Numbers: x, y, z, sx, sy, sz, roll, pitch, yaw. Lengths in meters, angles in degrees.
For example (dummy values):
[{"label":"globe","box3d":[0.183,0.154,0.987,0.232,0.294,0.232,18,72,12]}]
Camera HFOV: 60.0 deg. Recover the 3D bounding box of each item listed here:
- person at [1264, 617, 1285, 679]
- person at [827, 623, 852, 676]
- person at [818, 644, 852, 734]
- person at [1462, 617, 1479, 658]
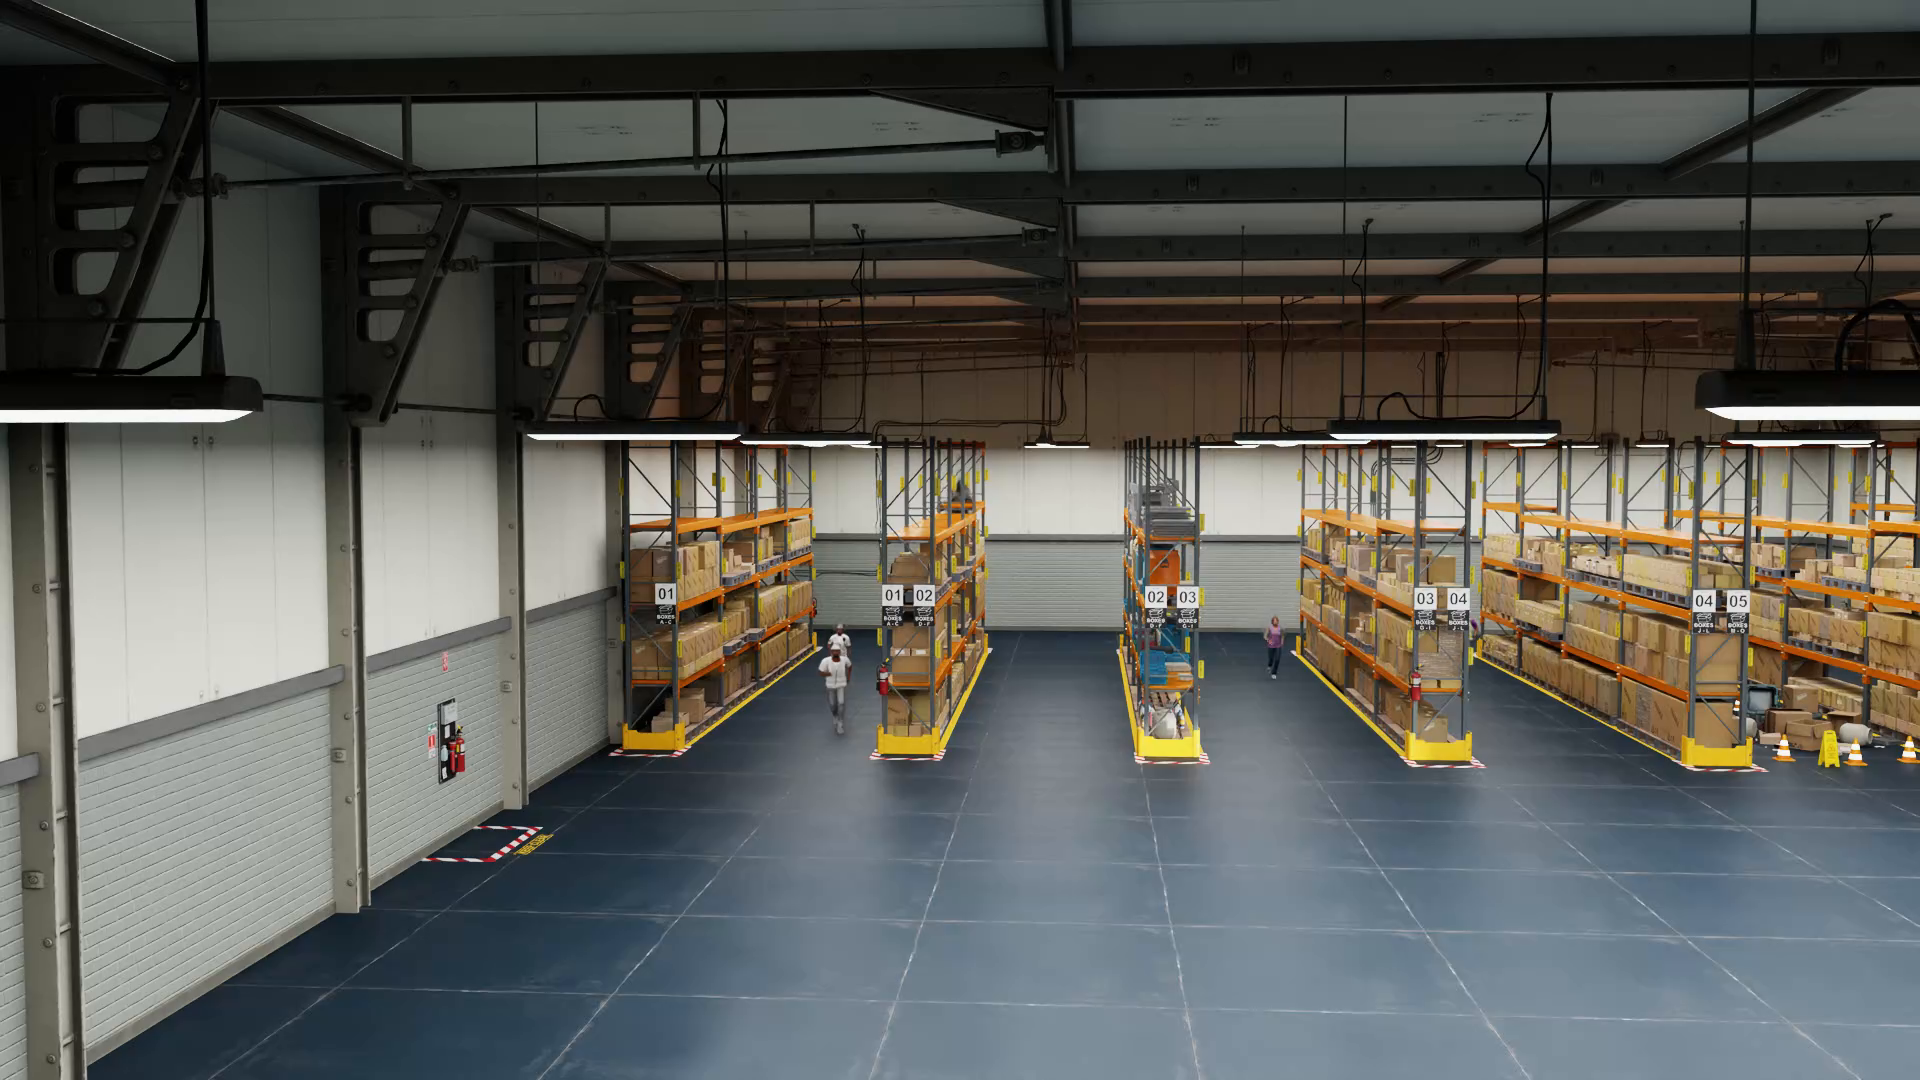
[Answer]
[{"label":"person","box3d":[7.923,2.705,41.912,0.534,1.553,0.557,0,3,-2]},{"label":"person","box3d":[-2.848,2.802,39.331,0.578,1.681,0.792,0,3,-7]},{"label":"person","box3d":[-2.568,3.032,34.095,0.662,1.821,0.962,0,3,1]},{"label":"person","box3d":[12.931,2.586,42.626,0.701,1.744,0.705,1,3,10]}]
